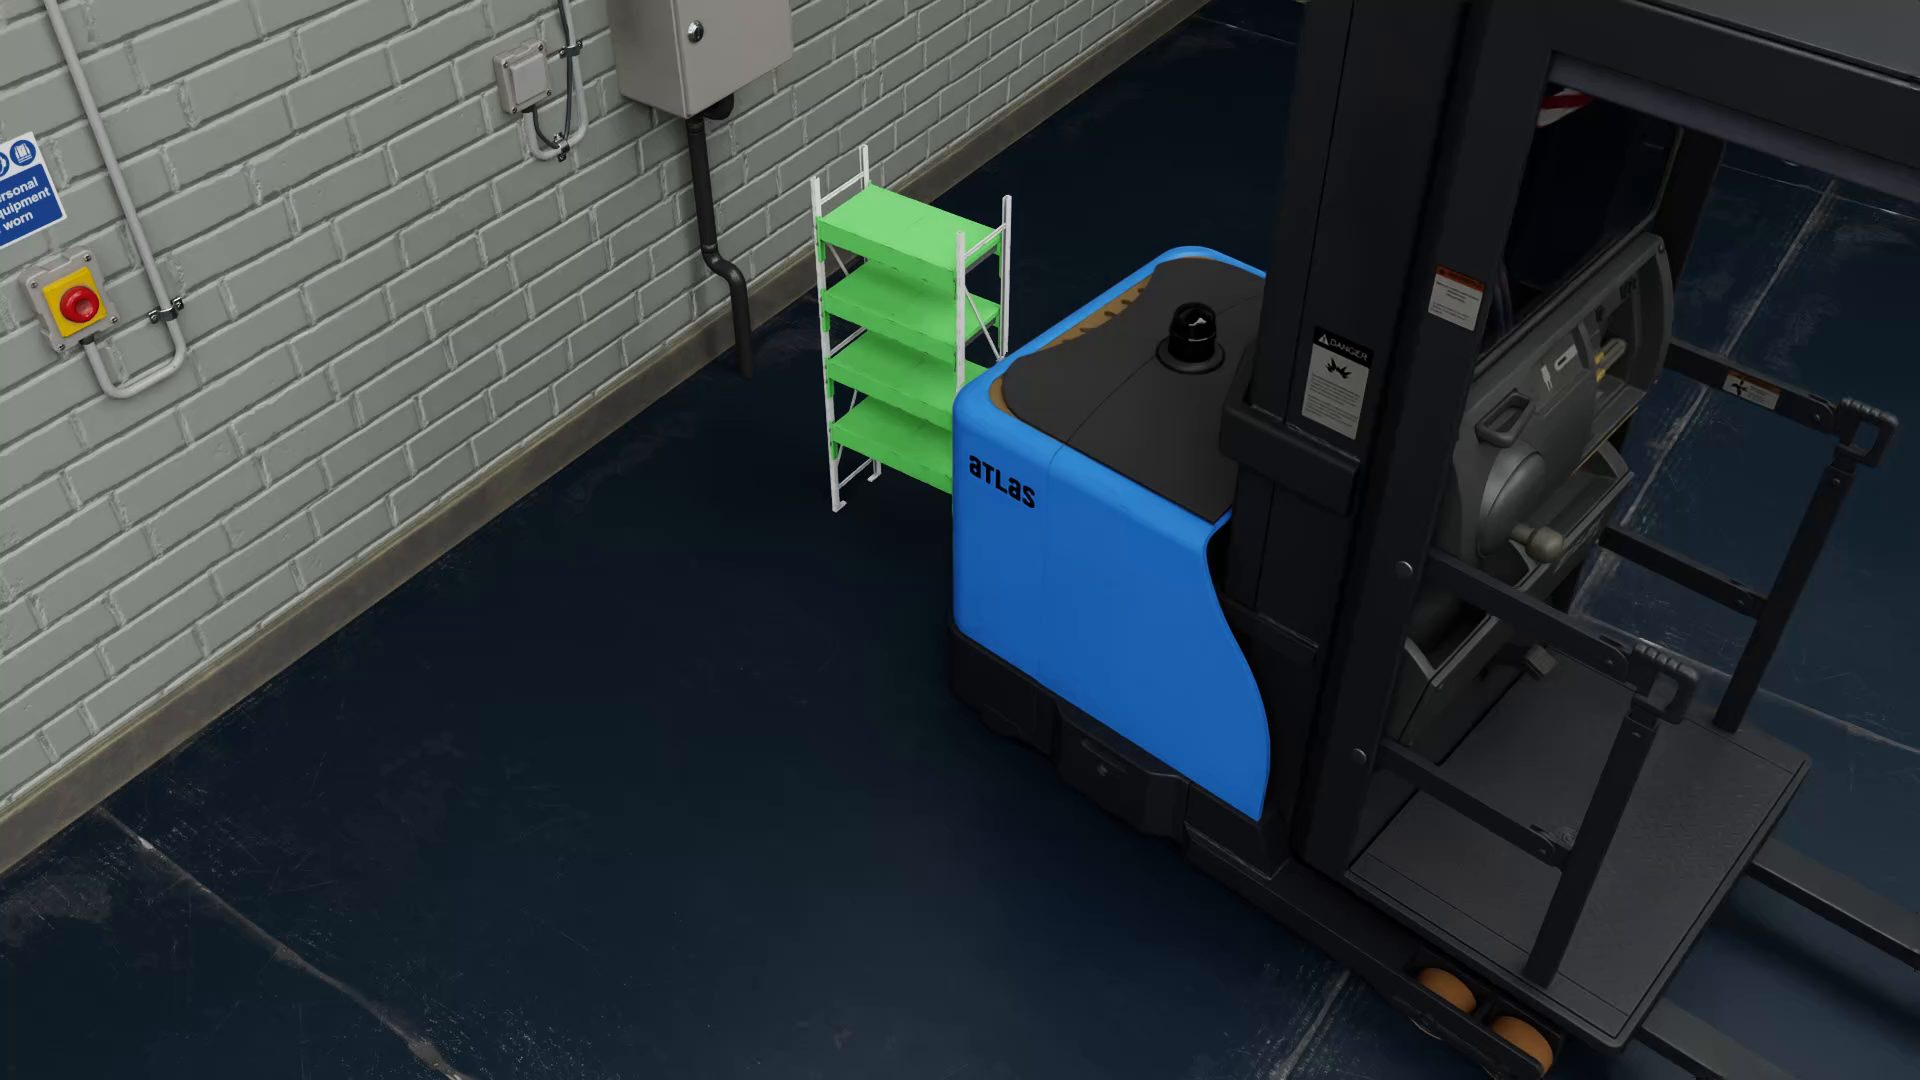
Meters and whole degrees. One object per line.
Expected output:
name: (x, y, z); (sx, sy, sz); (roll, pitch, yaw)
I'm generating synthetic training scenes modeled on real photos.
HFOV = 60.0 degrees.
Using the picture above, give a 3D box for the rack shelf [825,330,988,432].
rack shelf: (-0.136, -0.463, 4.963); (0.480, 0.148, 0.258); (25, 48, 25)

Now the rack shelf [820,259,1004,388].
rack shelf: (-0.136, -0.642, 4.803); (0.480, 0.148, 0.258); (25, 48, 25)

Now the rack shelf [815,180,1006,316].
rack shelf: (-0.136, -0.821, 4.643); (0.480, 0.148, 0.258); (25, 48, 25)

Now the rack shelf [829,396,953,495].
rack shelf: (-0.136, -0.284, 5.123); (0.480, 0.148, 0.258); (25, 48, 25)

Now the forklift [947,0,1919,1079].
forklift: (1.398, -0.229, 3.308); (3.031, 2.935, 1.130); (31, 50, 30)

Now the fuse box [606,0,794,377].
fuse box: (-0.719, -1.237, 5.349); (0.414, 1.711, 0.539); (25, 48, 25)

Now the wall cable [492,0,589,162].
wall cable: (-1.240, -1.784, 4.232); (0.122, 1.984, 0.588); (25, 48, 25)

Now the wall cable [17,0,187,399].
wall cable: (-2.045, -1.016, 3.351); (0.123, 1.953, 0.585); (25, 48, 25)

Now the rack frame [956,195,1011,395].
rack frame: (0.064, -0.417, 4.816); (0.015, 1.200, 0.240); (25, 48, 25)

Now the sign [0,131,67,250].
sign: (-2.123, -0.724, 3.607); (0.001, 0.218, 0.327); (25, 48, 25)

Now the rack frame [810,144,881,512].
rack frame: (-0.335, -0.604, 5.025); (0.015, 1.200, 0.240); (25, 48, 25)

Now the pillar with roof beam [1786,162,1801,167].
pillar with roof beam: (1.270, -2.601, 1.408); (0.400, 9.000, 9.100); (25, 48, 25)

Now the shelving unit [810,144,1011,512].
shelving unit: (-0.136, -0.511, 4.921); (0.503, 1.200, 0.258); (25, 48, 25)
